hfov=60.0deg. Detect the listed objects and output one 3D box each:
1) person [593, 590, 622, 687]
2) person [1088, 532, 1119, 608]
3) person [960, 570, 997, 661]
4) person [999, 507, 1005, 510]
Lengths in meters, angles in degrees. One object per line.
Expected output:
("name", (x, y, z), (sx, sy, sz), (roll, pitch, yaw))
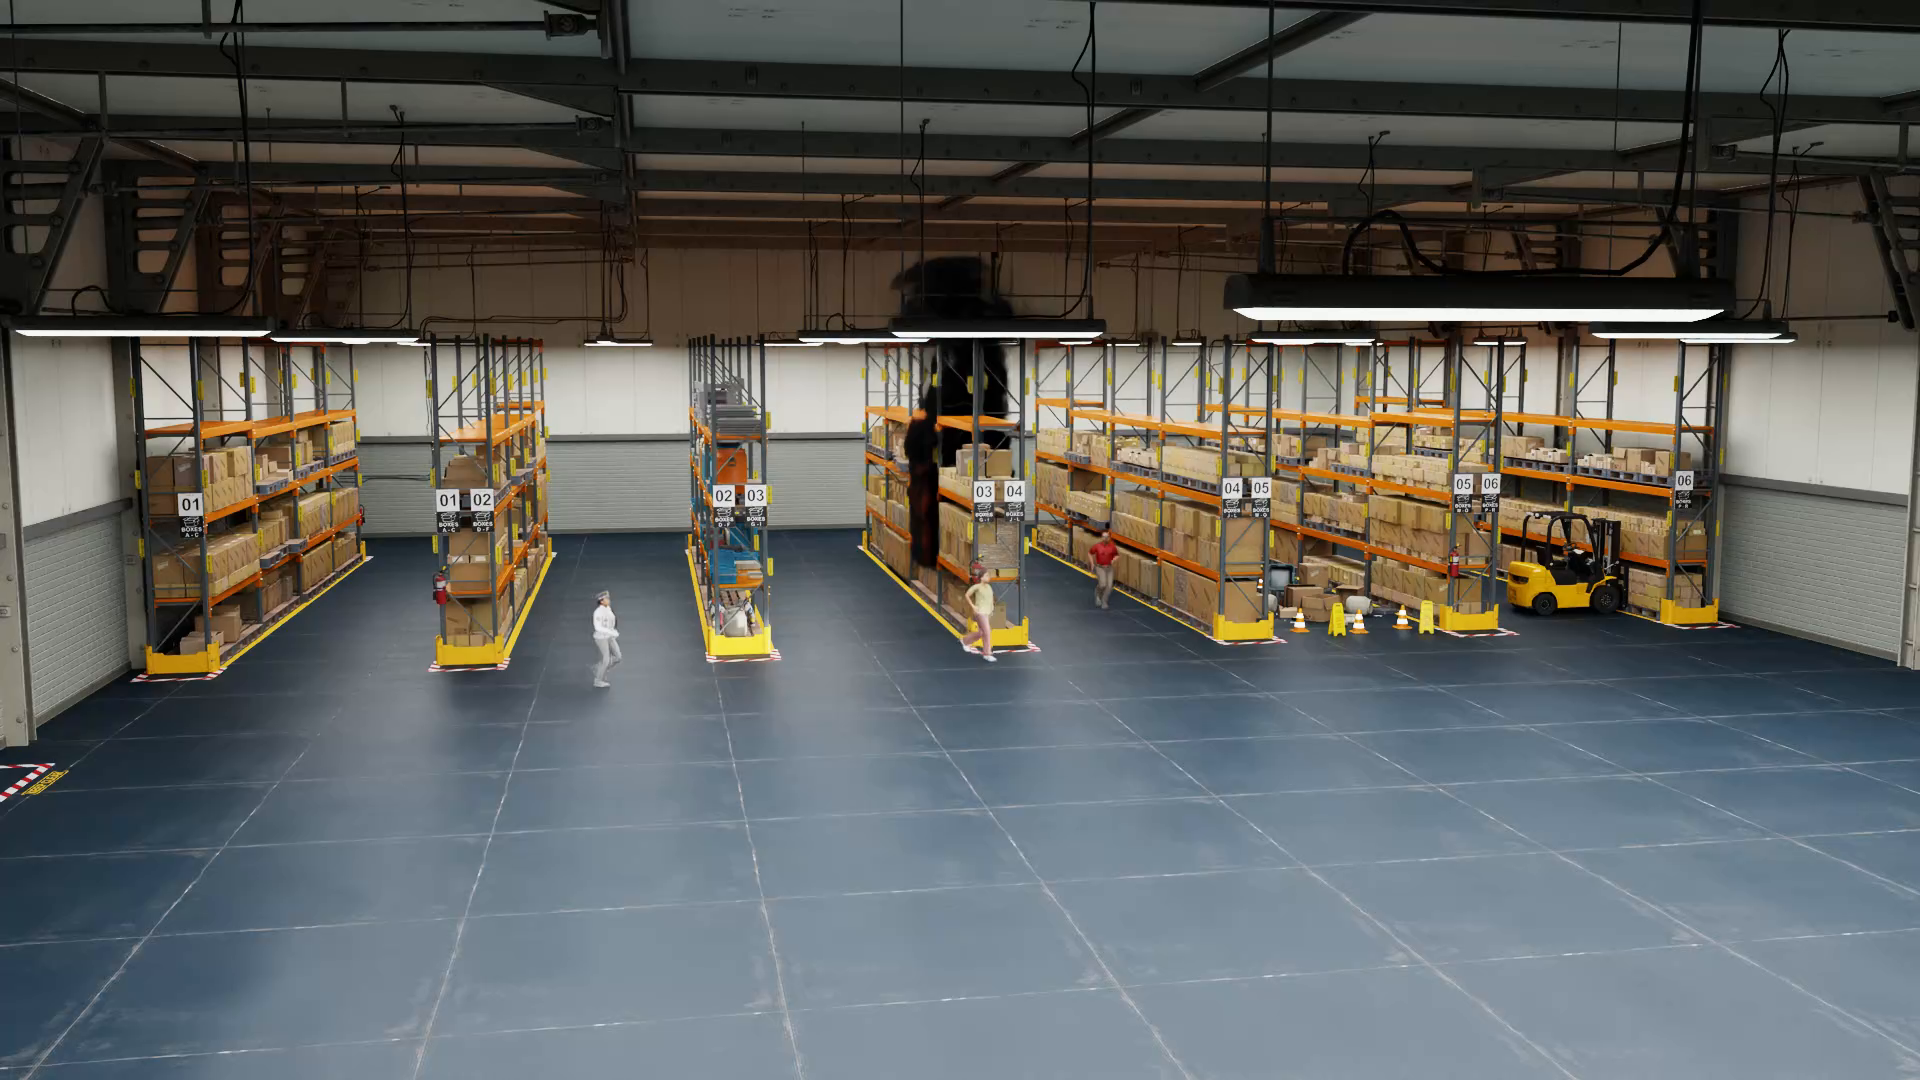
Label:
("person", (-5.971, 1.665, 28.183), (0.550, 1.647, 0.621), (2, 7, 16))
("person", (3.207, 0.674, 36.745), (0.648, 1.688, 0.612), (-1, 7, -13))
("person", (0.386, 1.380, 30.938), (0.901, 1.665, 0.614), (5, 8, 38))
("person", (1.084, -0.564, 47.632), (0.685, 1.692, 0.523), (1, 7, 10))
